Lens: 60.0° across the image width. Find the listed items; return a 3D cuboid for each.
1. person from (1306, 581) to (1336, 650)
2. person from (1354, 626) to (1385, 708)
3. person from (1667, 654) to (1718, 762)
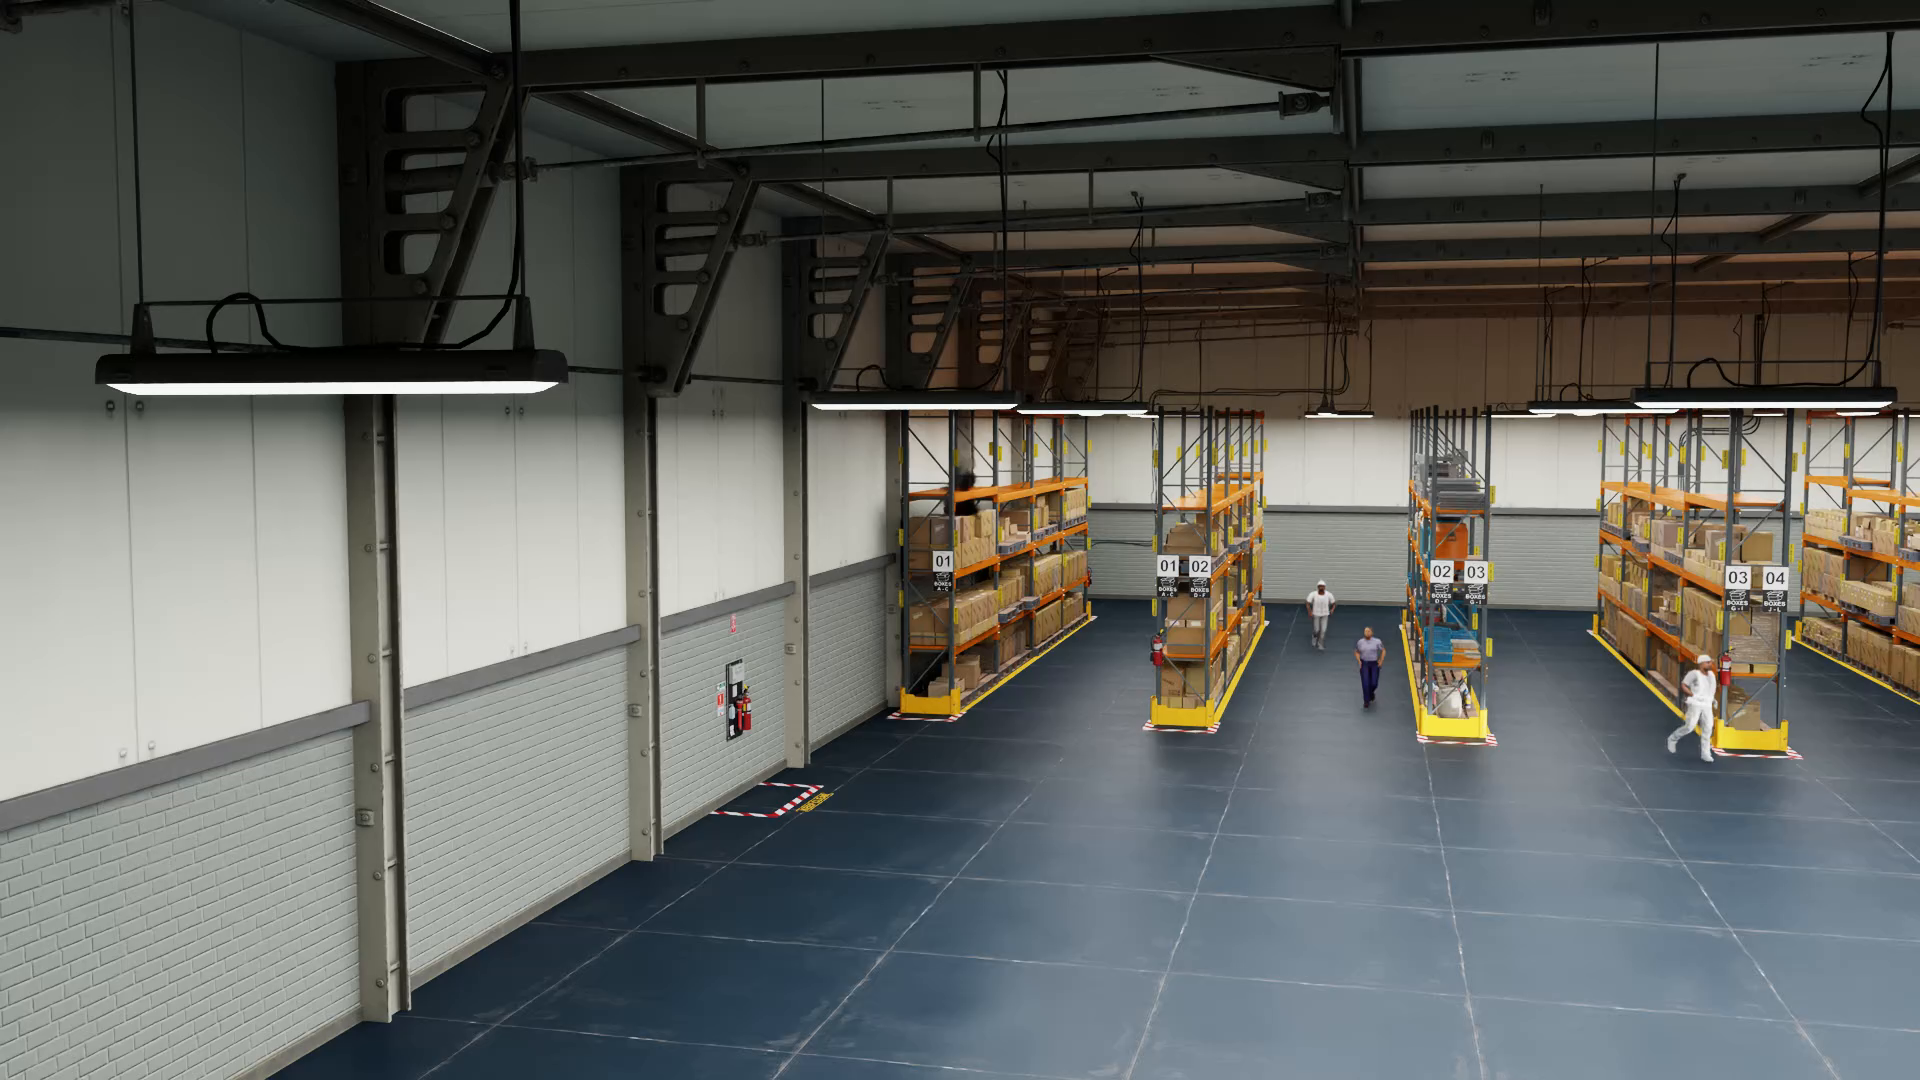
[{"bbox_3d":[9.043,1.879,41.609,0.715,1.733,0.577,0,4,3],"label":"person"},{"bbox_3d":[8.206,2.540,33.342,0.605,1.616,0.535,1,4,17],"label":"person"},{"bbox_3d":[12.552,2.811,28.135,0.743,1.747,0.983,-1,4,-16],"label":"person"}]
